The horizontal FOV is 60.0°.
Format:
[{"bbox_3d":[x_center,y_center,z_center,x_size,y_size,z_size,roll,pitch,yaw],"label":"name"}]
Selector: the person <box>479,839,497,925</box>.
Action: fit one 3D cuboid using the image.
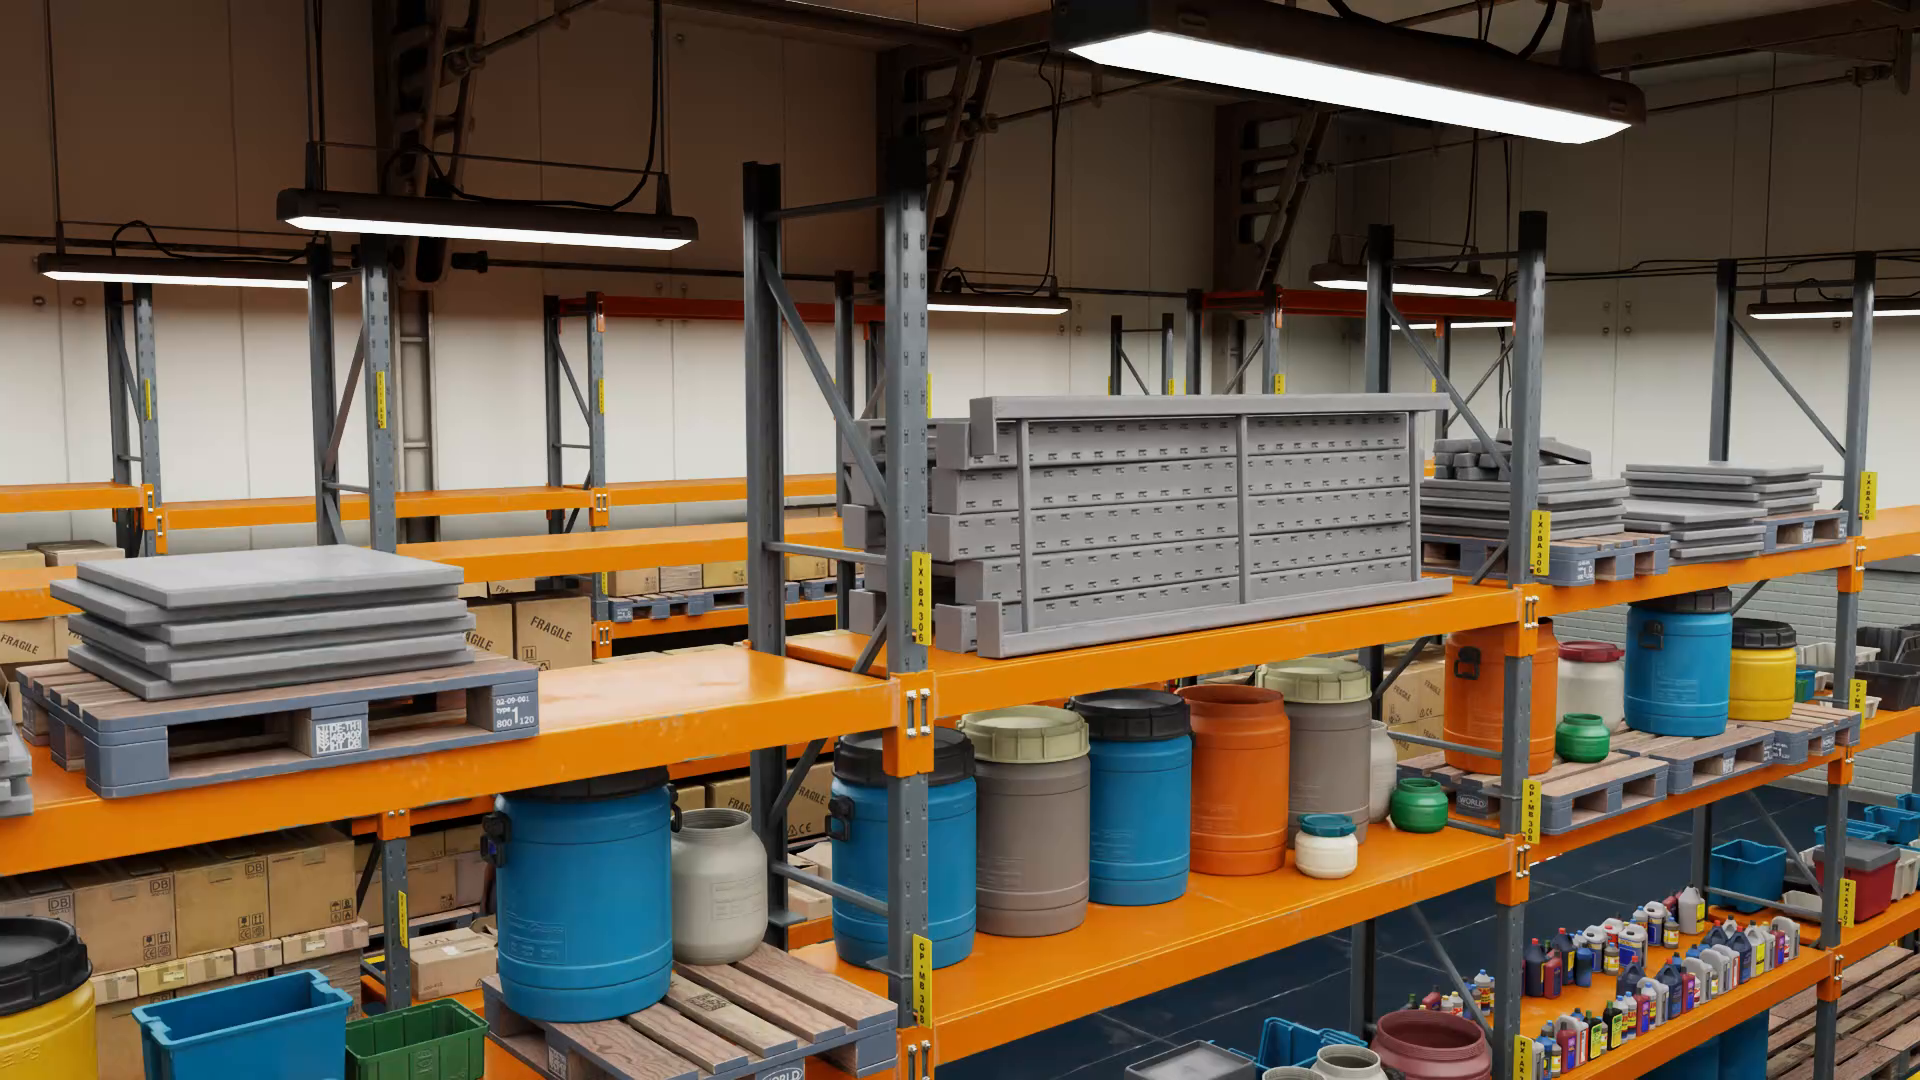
[{"bbox_3d":[-3.878,2.998,14.101,0.347,1.702,0.530,5,7,39],"label":"person"}]
